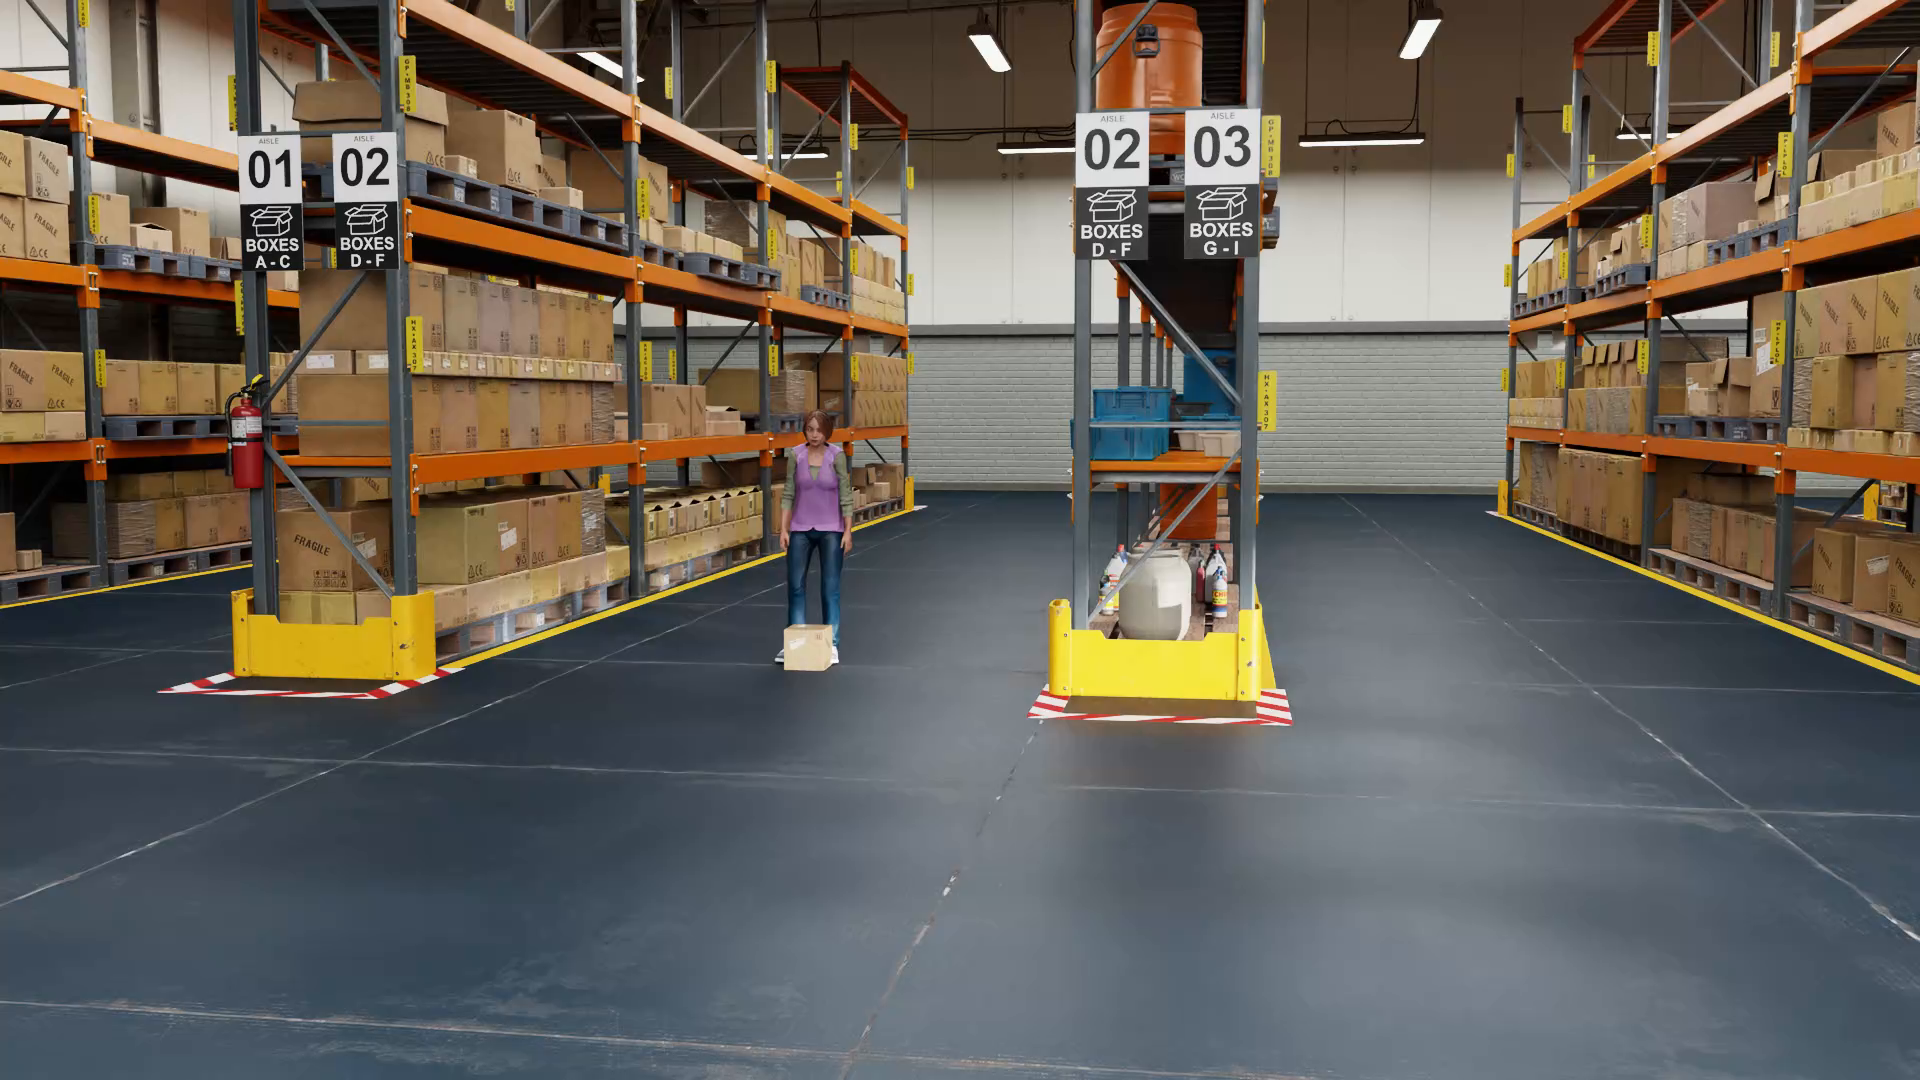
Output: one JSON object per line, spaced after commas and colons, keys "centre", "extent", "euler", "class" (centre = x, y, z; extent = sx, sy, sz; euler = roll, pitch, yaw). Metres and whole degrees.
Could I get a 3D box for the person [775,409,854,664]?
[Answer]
{"centre": [-0.908, -0.025, 10.444], "extent": [0.483, 1.592, 0.348], "euler": [0, 5, 5], "class": "person"}
